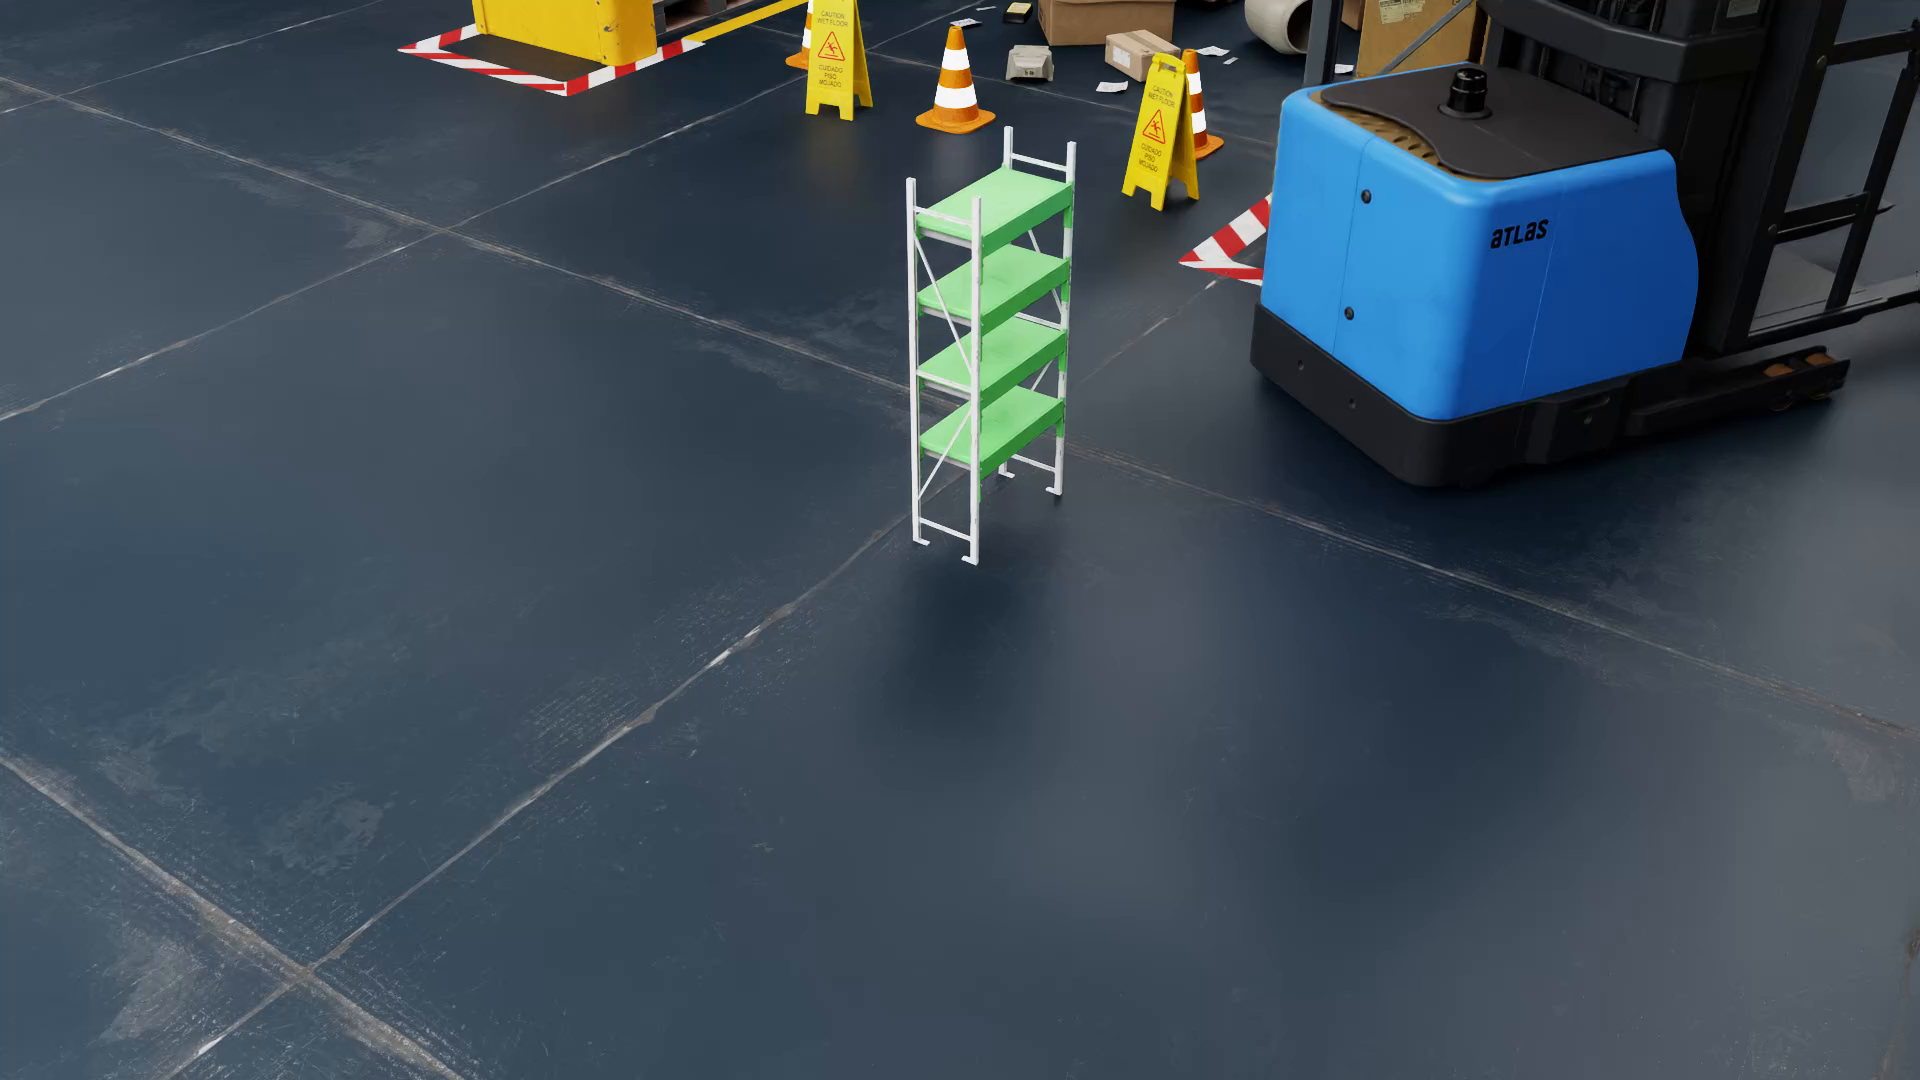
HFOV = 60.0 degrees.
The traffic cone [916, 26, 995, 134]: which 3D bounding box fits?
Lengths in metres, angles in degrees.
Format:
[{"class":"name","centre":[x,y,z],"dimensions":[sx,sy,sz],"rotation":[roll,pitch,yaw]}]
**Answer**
[{"class":"traffic cone","centre":[-0.021,-2.309,8.251],"dimensions":[0.336,0.463,0.334],"rotation":[21,39,28]}]

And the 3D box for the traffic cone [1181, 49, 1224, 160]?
[{"class":"traffic cone","centre":[1.084,-2.111,7.958],"dimensions":[0.336,0.463,0.334],"rotation":[21,39,28]}]

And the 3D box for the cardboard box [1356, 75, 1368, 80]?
[{"class":"cardboard box","centre":[2.153,-2.056,7.692],"dimensions":[0.500,0.250,0.500],"rotation":[21,39,28]}]

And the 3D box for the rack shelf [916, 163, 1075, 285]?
[{"class":"rack shelf","centre":[0.094,-0.918,4.793],"dimensions":[0.258,0.148,0.480],"rotation":[21,39,28]}]

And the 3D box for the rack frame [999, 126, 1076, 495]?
[{"class":"rack frame","centre":[0.234,-0.685,5.193],"dimensions":[0.240,1.200,0.015],"rotation":[21,39,28]}]

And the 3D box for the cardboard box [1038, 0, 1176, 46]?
[{"class":"cardboard box","centre":[0.821,-3.135,9.436],"dimensions":[0.797,0.503,0.637],"rotation":[-3,34,-4]}]

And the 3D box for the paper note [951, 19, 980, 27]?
[{"class":"paper note","centre":[0.040,-3.016,9.684],"dimensions":[0.142,0.017,0.144],"rotation":[-22,40,-29]}]

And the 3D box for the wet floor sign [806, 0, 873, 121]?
[{"class":"wet floor sign","centre":[-0.615,-2.465,8.320],"dimensions":[0.267,0.644,0.232],"rotation":[14,37,20]}]

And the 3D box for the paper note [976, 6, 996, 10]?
[{"class":"paper note","centre":[0.155,-3.178,9.940],"dimensions":[0.123,0.001,0.032],"rotation":[-15,37,-21]}]

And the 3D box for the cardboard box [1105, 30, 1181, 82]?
[{"class":"cardboard box","centre":[0.986,-2.619,8.990],"dimensions":[0.250,0.149,0.380],"rotation":[-15,37,-21]}]

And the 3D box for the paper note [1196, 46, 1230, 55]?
[{"class":"paper note","centre":[1.410,-2.731,9.272],"dimensions":[0.142,0.019,0.148],"rotation":[-22,40,-29]}]

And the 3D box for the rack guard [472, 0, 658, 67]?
[{"class":"rack guard","centre":[-2.239,-3.040,9.299],"dimensions":[1.175,0.500,0.348],"rotation":[21,39,28]}]

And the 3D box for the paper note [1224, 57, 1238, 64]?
[{"class":"paper note","centre":[1.488,-2.632,9.134],"dimensions":[0.032,0.001,0.123],"rotation":[21,39,28]}]

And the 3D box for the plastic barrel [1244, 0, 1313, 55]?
[{"class":"plastic barrel","centre":[1.833,-2.919,9.188],"dimensions":[0.421,0.421,0.512],"rotation":[-9,35,-13]}]

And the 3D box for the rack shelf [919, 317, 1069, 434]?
[{"class":"rack shelf","centre":[0.094,-0.520,5.062],"dimensions":[0.258,0.148,0.480],"rotation":[21,39,28]}]

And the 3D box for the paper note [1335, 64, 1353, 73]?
[{"class":"paper note","centre":[2.056,-2.564,9.014],"dimensions":[0.142,0.019,0.148],"rotation":[8,35,12]}]

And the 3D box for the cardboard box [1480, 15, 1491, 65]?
[{"class":"cardboard box","centre":[2.599,-2.192,7.223],"dimensions":[0.500,0.500,0.500],"rotation":[20,39,27]}]

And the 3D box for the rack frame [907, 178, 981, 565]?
[{"class":"rack frame","centre":[-0.045,-0.461,4.860],"dimensions":[0.240,1.200,0.015],"rotation":[21,39,28]}]

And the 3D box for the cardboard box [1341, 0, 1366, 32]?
[{"class":"cardboard box","centre":[2.451,-3.300,9.681],"dimensions":[0.500,0.500,0.500],"rotation":[-9,35,-13]}]

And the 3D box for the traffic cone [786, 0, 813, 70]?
[{"class":"traffic cone","centre":[-0.756,-2.826,9.017],"dimensions":[0.336,0.463,0.334],"rotation":[21,39,28]}]

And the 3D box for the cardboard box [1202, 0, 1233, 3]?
[{"class":"cardboard box","centre":[1.347,-3.624,10.039],"dimensions":[0.797,0.637,0.503],"rotation":[21,39,28]}]

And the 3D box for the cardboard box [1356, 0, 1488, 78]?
[{"class":"cardboard box","centre":[2.142,-2.349,7.457],"dimensions":[0.500,0.500,0.500],"rotation":[22,40,28]}]

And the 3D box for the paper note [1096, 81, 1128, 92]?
[{"class":"paper note","centre":[0.803,-2.393,8.761],"dimensions":[0.148,0.019,0.142],"rotation":[8,35,12]}]

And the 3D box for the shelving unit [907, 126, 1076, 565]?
[{"class":"shelving unit","centre":[0.094,-0.573,5.027],"dimensions":[0.258,1.200,0.503],"rotation":[21,39,28]}]

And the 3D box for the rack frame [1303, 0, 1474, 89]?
[{"class":"rack frame","centre":[1.899,-2.552,6.346],"dimensions":[1.000,3.000,0.127],"rotation":[21,39,28]}]

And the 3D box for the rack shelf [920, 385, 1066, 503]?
[{"class":"rack shelf","centre":[0.094,-0.321,5.197],"dimensions":[0.258,0.148,0.480],"rotation":[21,39,28]}]

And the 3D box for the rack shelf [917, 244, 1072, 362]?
[{"class":"rack shelf","centre":[0.094,-0.719,4.928],"dimensions":[0.258,0.148,0.480],"rotation":[21,39,28]}]

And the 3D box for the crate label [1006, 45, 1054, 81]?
[{"class":"crate label","centre":[0.376,-2.556,8.907],"dimensions":[0.250,0.136,0.298],"rotation":[3,34,4]}]

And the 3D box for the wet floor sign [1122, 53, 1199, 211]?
[{"class":"wet floor sign","centre":[0.912,-1.831,7.382],"dimensions":[0.232,0.644,0.267],"rotation":[-22,40,-29]}]

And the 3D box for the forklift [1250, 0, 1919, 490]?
[{"class":"forklift","centre":[2.622,-1.927,5.483],"dimensions":[3.031,2.935,1.130],"rotation":[-14,37,-20]}]

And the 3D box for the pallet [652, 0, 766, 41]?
[{"class":"pallet","centre":[-1.834,-3.324,9.977],"dimensions":[1.003,0.211,1.213],"rotation":[21,39,28]}]

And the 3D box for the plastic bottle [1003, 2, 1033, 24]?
[{"class":"plastic bottle","centre":[0.350,-3.119,9.807],"dimensions":[0.133,0.061,0.283],"rotation":[8,35,12]}]
